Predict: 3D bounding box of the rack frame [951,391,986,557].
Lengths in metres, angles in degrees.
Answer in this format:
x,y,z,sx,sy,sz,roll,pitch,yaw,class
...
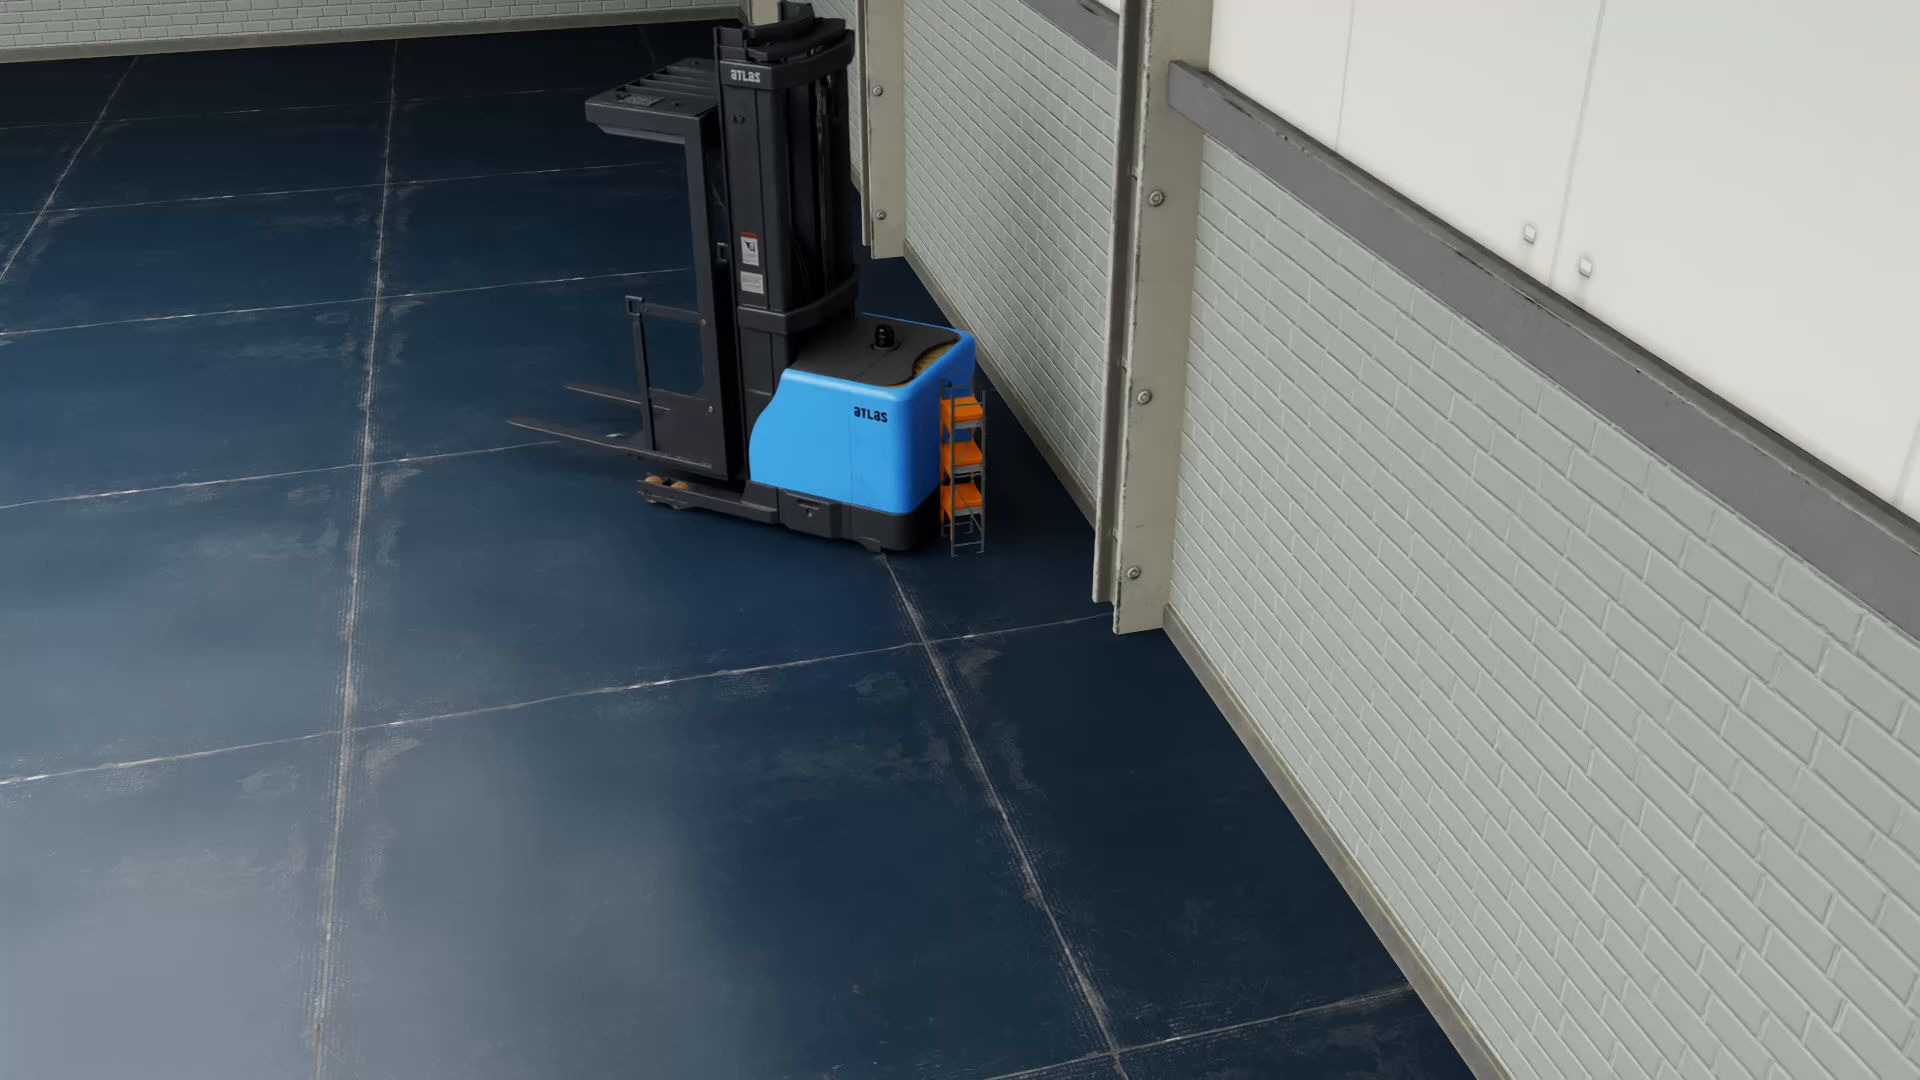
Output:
x,y,z,sx,sy,sz,roll,pitch,yaw,class
0.047,-0.370,9.572,0.200,1.050,0.008,-8,31,-13,rack frame

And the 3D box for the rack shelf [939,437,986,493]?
x,y,z,sx,sy,sz,roll,pitch,yaw,class
0.014,-0.419,9.679,0.215,0.259,0.240,-8,31,-13,rack shelf

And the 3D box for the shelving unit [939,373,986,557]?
x,y,z,sx,sy,sz,roll,pitch,yaw,class
0.014,-0.429,9.673,0.215,1.050,0.252,-8,31,-13,shelving unit

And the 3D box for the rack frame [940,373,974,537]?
x,y,z,sx,sy,sz,roll,pitch,yaw,class
-0.018,-0.487,9.775,0.200,1.050,0.008,-8,31,-13,rack frame

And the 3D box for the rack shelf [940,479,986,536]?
x,y,z,sx,sy,sz,roll,pitch,yaw,class
0.014,-0.179,9.818,0.215,0.259,0.240,-8,31,-13,rack shelf

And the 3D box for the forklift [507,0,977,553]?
x,y,z,sx,sy,sz,roll,pitch,yaw,class
-1.451,-1.683,9.962,3.031,2.935,1.130,13,33,21,forklift

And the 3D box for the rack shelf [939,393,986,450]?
x,y,z,sx,sy,sz,roll,pitch,yaw,class
0.014,-0.665,9.537,0.215,0.259,0.240,-8,31,-13,rack shelf

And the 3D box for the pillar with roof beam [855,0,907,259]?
x,y,z,sx,sy,sz,roll,pitch,yaw,class
-4.795,-5.819,11.052,9.100,9.000,0.400,-8,31,-13,pillar with roof beam

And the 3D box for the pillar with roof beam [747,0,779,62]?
x,y,z,sx,sy,sz,roll,pitch,yaw,class
-6.388,-8.717,16.059,9.100,9.000,0.400,-8,31,-13,pillar with roof beam

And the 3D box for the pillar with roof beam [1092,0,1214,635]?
x,y,z,sx,sy,sz,roll,pitch,yaw,class
-3.203,-2.921,6.045,9.100,9.000,0.400,-8,31,-13,pillar with roof beam
